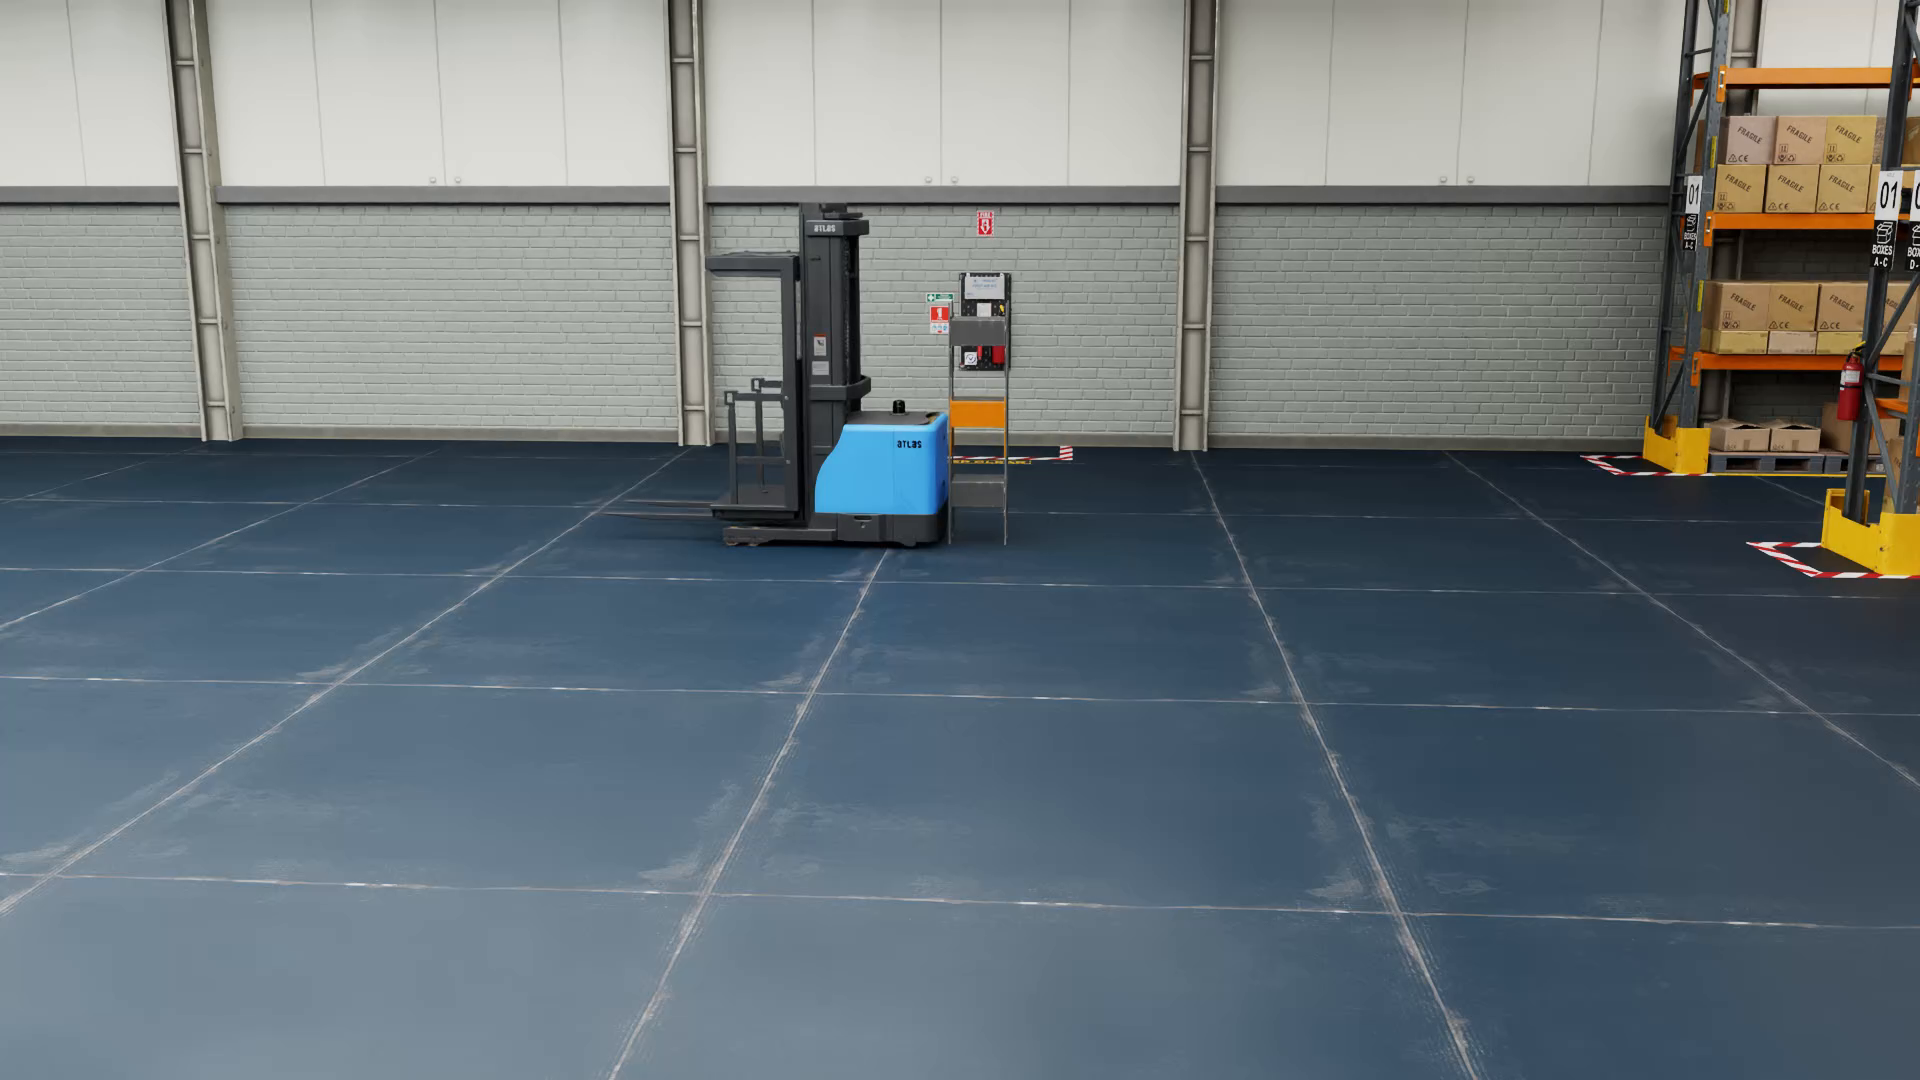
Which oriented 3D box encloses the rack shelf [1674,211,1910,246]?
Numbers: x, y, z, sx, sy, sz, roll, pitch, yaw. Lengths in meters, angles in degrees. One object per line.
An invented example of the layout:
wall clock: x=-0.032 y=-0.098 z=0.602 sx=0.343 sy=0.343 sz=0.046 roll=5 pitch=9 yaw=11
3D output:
rack shelf: x=9.991 y=-3.402 z=18.137 sx=4.000 sy=0.370 sz=1.077 roll=1 pitch=12 yaw=4

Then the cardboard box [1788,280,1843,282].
cardboard box: x=9.497 y=-2.639 z=18.542 sx=0.500 sy=0.500 sz=0.500 roll=0 pitch=12 yaw=2

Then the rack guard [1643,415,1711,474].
rack guard: x=8.071 y=-1.089 z=18.752 sx=0.348 sy=0.500 sz=1.175 roll=1 pitch=12 yaw=4

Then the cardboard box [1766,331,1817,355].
cardboard box: x=8.980 y=-2.174 z=18.152 sx=0.500 sy=0.250 sz=0.500 roll=0 pitch=12 yaw=2

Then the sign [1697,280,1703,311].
sign: x=7.959 y=-2.626 z=17.883 sx=0.005 sy=0.325 sz=0.100 roll=1 pitch=12 yaw=4

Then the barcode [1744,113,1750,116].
barcode: x=8.737 y=-4.706 z=18.462 sx=0.075 sy=0.075 sz=0.001 roll=1 pitch=12 yaw=4

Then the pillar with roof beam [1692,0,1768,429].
pillar with roof beam: x=8.464 y=-4.537 z=14.482 sx=0.400 sy=9.000 sz=9.100 roll=1 pitch=12 yaw=4

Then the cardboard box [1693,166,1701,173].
cardboard box: x=8.428 y=-3.886 z=18.402 sx=0.500 sy=0.500 sz=0.500 roll=2 pitch=12 yaw=8

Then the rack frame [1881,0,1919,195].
rack frame: x=7.668 y=-4.238 z=13.049 sx=0.127 sy=3.000 sz=1.000 roll=1 pitch=12 yaw=4

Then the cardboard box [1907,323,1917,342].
cardboard box: x=8.062 y=-1.701 z=13.748 sx=0.250 sy=0.149 sz=0.380 roll=1 pitch=12 yaw=3

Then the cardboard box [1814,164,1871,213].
cardboard box: x=9.364 y=-3.764 z=17.816 sx=0.500 sy=0.500 sz=0.500 roll=1 pitch=12 yaw=6

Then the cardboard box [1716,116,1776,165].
cardboard box: x=8.363 y=-4.275 z=17.817 sx=0.500 sy=0.500 sz=0.500 roll=0 pitch=12 yaw=0

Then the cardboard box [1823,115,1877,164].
cardboard box: x=9.372 y=-4.253 z=17.712 sx=0.500 sy=0.500 sz=0.500 roll=1 pitch=12 yaw=5

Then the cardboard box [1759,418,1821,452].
cardboard box: x=9.248 y=-1.177 z=18.561 sx=0.500 sy=0.311 sz=0.500 roll=2 pitch=12 yaw=8

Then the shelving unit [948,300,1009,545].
shelving unit: x=0.165 y=-1.025 z=14.542 sx=0.503 sy=2.100 sz=0.431 roll=1 pitch=12 yaw=4

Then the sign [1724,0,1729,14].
sign: x=7.959 y=-5.635 z=17.253 sx=0.005 sy=0.325 sz=0.100 roll=1 pitch=12 yaw=4

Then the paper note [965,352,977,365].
paper note: x=0.130 y=-2.190 z=20.061 sx=0.142 sy=0.148 sz=0.016 roll=1 pitch=12 yaw=4

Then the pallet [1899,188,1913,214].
pallet: x=8.372 y=-2.711 z=13.293 sx=1.213 sy=0.211 sz=1.003 roll=1 pitch=12 yaw=4

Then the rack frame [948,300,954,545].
rack frame: x=-0.078 y=-1.029 z=14.558 sx=0.015 sy=2.100 sz=0.400 roll=1 pitch=12 yaw=4

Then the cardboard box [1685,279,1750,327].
cardboard box: x=8.480 y=-2.654 z=18.614 sx=0.500 sy=0.500 sz=0.500 roll=1 pitch=12 yaw=3

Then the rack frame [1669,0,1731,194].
rack frame: x=7.995 y=-5.250 z=17.887 sx=0.127 sy=3.000 sz=1.000 roll=1 pitch=12 yaw=4

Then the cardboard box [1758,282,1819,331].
cardboard box: x=8.944 y=-2.540 z=18.071 sx=0.500 sy=0.500 sz=0.500 roll=1 pitch=12 yaw=4

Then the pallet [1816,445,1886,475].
pallet: x=10.093 y=-0.912 z=18.612 sx=1.213 sy=0.211 sz=1.003 roll=1 pitch=12 yaw=4

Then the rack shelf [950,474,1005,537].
rack shelf: x=0.165 y=-0.327 z=14.688 sx=0.480 sy=0.518 sz=0.431 roll=1 pitch=12 yaw=4

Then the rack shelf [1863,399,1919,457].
rack shelf: x=9.663 y=-0.922 z=13.606 sx=4.000 sy=0.370 sz=1.077 roll=1 pitch=12 yaw=4

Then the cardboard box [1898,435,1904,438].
cardboard box: x=10.392 y=-1.105 z=18.611 sx=0.250 sy=0.149 sz=0.380 roll=0 pitch=12 yaw=-1

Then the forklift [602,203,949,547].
forklift: x=-1.646 y=-1.485 z=14.710 sx=3.031 sy=2.935 sz=1.130 roll=1 pitch=12 yaw=6

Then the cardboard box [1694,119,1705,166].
cardboard box: x=8.443 y=-4.377 z=18.307 sx=0.500 sy=0.500 sz=0.500 roll=1 pitch=12 yaw=6

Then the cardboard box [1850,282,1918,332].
cardboard box: x=9.975 y=-2.527 z=18.009 sx=0.500 sy=0.500 sz=0.500 roll=1 pitch=12 yaw=6

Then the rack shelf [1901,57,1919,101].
rack shelf: x=9.663 y=-3.663 z=13.033 sx=4.000 sy=0.370 sz=1.077 roll=1 pitch=12 yaw=4

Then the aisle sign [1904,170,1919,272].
aisle sign: x=7.582 y=-2.512 z=13.102 sx=0.004 sy=0.787 sz=0.394 roll=1 pitch=12 yaw=4

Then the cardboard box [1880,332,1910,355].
cardboard box: x=9.992 y=-2.158 z=18.078 sx=0.500 sy=0.250 sz=0.500 roll=1 pitch=12 yaw=4

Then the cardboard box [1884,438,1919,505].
cardboard box: x=8.223 y=-0.582 z=14.080 sx=0.500 sy=0.500 sz=0.500 roll=1 pitch=12 yaw=4

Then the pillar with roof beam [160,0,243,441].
pillar with roof beam: x=-9.496 y=-4.784 z=15.659 sx=0.400 sy=9.000 sz=9.100 roll=1 pitch=12 yaw=4

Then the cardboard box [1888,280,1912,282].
cardboard box: x=10.518 y=-2.627 z=18.486 sx=0.500 sy=0.500 sz=0.500 roll=1 pitch=12 yaw=5

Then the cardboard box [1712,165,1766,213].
cardboard box: x=8.312 y=-3.785 z=17.916 sx=0.500 sy=0.500 sz=0.500 roll=1 pitch=12 yaw=5

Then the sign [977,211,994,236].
sign: x=0.300 y=-3.759 z=19.752 sx=0.199 sy=0.298 sz=0.001 roll=1 pitch=12 yaw=4

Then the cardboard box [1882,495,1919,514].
cardboard box: x=8.223 y=-0.214 z=14.155 sx=0.500 sy=0.250 sz=0.500 roll=1 pitch=12 yaw=4

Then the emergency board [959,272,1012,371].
emergency board: x=0.302 y=-2.604 z=19.892 sx=0.643 sy=1.169 sz=0.194 roll=1 pitch=12 yaw=4
